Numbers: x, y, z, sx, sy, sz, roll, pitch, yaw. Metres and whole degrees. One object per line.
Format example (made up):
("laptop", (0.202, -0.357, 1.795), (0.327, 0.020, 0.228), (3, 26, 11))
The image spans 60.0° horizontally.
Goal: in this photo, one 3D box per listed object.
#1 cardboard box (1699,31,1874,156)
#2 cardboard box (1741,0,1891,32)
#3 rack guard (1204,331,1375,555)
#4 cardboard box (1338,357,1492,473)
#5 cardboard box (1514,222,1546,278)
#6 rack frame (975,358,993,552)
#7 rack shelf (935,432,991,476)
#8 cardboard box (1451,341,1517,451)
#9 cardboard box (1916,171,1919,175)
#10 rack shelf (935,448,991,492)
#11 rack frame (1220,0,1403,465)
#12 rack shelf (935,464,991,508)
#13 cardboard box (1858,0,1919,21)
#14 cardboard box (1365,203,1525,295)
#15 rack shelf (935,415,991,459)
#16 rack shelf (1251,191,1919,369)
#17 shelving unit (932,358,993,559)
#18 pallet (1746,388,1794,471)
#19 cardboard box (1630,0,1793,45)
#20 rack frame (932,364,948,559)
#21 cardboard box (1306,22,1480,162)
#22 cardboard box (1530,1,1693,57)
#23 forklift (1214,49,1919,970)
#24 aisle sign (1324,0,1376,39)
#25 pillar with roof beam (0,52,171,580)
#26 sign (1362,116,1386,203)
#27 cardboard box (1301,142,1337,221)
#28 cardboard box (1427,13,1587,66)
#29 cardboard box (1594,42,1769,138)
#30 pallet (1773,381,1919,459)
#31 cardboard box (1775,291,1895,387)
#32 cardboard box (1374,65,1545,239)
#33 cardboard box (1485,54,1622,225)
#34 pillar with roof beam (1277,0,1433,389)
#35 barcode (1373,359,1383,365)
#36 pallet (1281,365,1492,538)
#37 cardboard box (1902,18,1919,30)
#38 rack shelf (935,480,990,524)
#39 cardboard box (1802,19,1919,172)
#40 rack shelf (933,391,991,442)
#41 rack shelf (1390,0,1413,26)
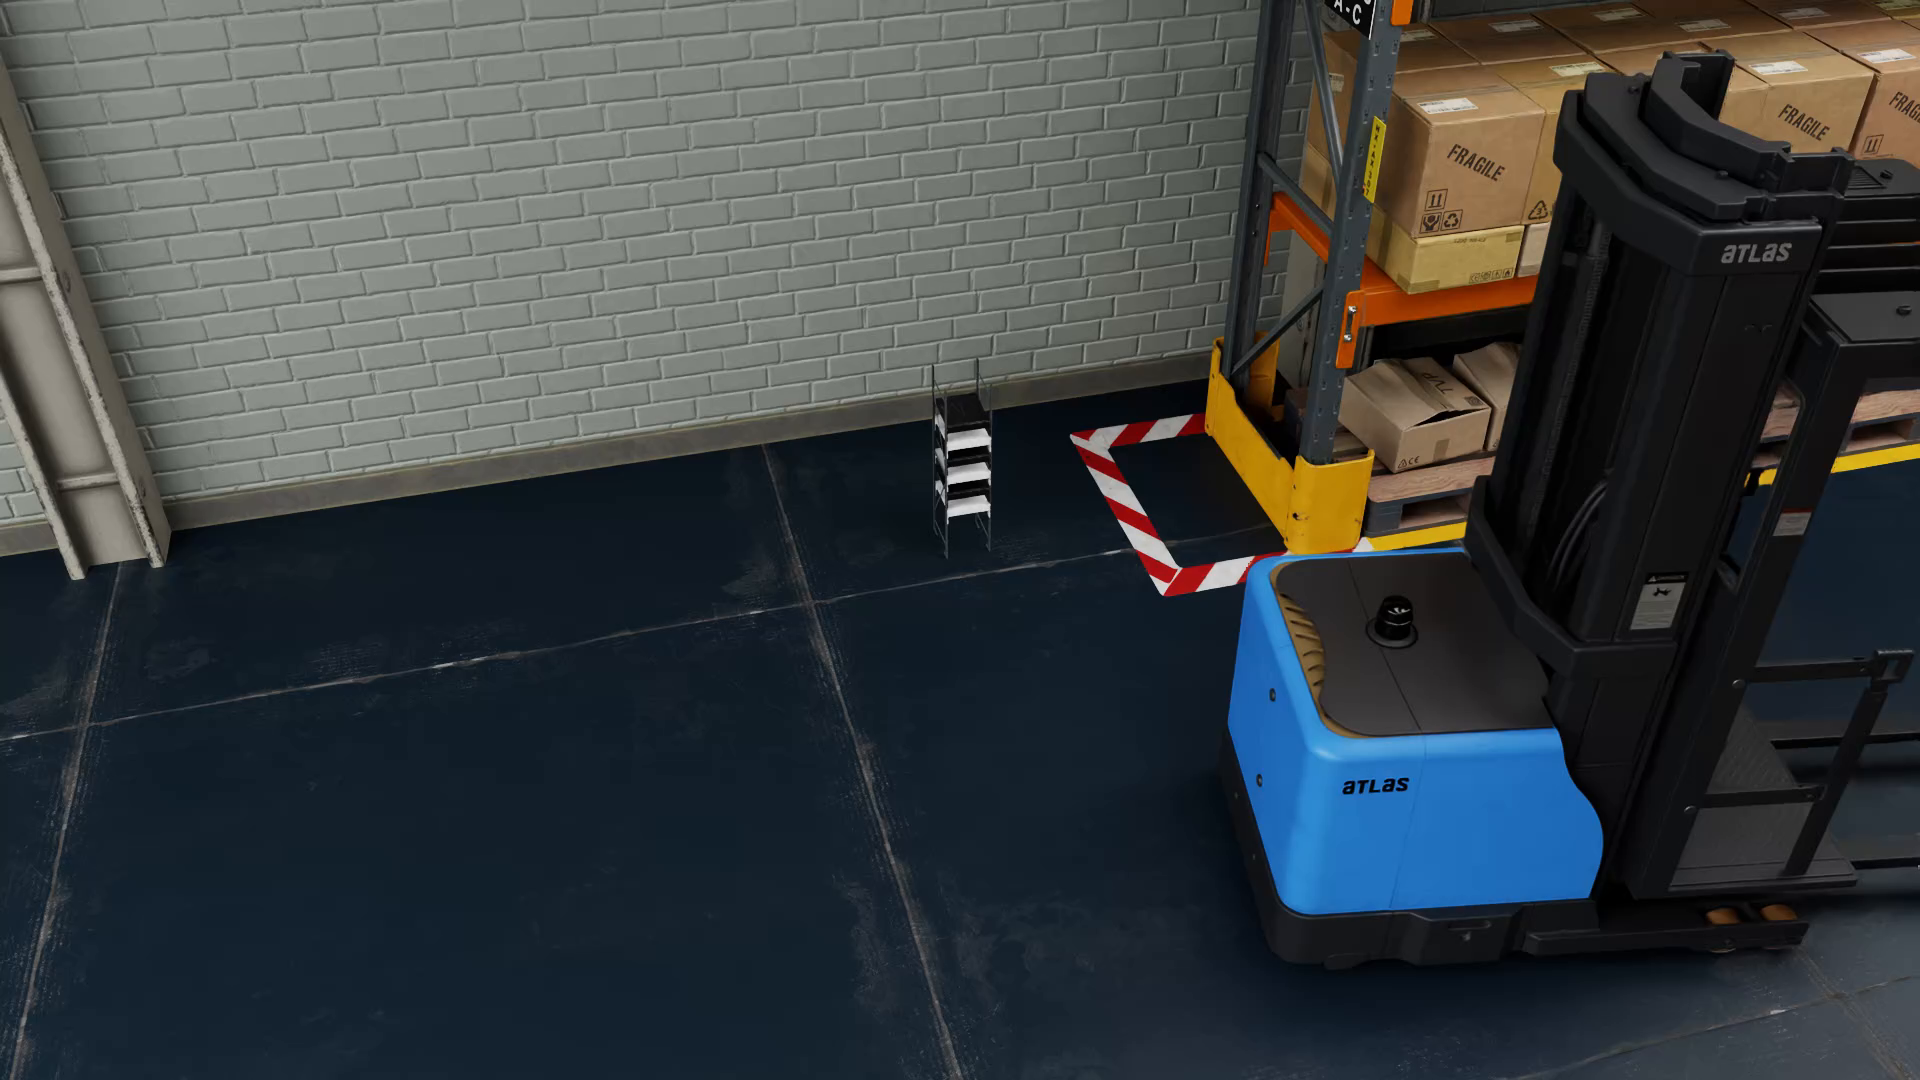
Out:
("cardboard box", (3.493, -1.849, 7.188), (0.500, 0.500, 0.500), (-8, 38, -11))
("cardboard box", (3.849, -2.237, 7.695), (0.500, 0.500, 0.500), (-8, 38, -11))
("rack guard", (1.552, -0.483, 7.970), (0.348, 0.500, 1.175), (-9, 38, -12))
("cardboard box", (2.170, -0.628, 7.953), (0.500, 0.311, 0.500), (-14, 39, -17))
("cardboard box", (2.530, -1.394, 7.211), (0.500, 0.250, 0.500), (-10, 39, -13))
("rack frame", (0.106, -0.375, 7.499), (0.006, 0.900, 0.240), (-9, 38, -12))
("rack shelf", (0.008, -0.404, 7.444), (0.200, 0.077, 0.258), (-9, 38, -12))
("cardboard box", (2.720, -0.718, 8.071), (0.500, 0.311, 0.500), (-6, 38, -8))
("cardboard box", (3.997, -1.631, 7.520), (0.500, 0.250, 0.500), (-10, 38, -12))
("rack shelf", (0.008, -0.332, 7.499), (0.200, 0.077, 0.258), (-9, 38, -12))
("rack frame", (1.479, -1.464, 7.195), (0.127, 3.000, 1.000), (-9, 38, -12))
("rack shelf", (0.008, -0.261, 7.553), (0.200, 0.077, 0.258), (-9, 38, -12))
("cardboard box", (4.332, -2.312, 7.794), (0.500, 0.500, 0.500), (-10, 38, -12))
("cardboard box", (2.032, -1.304, 7.092), (0.500, 0.250, 0.500), (-10, 39, -13))
("rack shelf", (0.008, -0.475, 7.389), (0.200, 0.077, 0.258), (-9, 38, -12))
("rack shelf", (3.409, -1.495, 7.828), (4.000, 0.370, 1.077), (-9, 38, -12))
("shelving unit", (0.008, -0.359, 7.478), (0.210, 0.900, 0.258), (-9, 38, -12))
("pallet", (3.521, -0.668, 8.449), (1.213, 0.211, 1.003), (-9, 38, -12))
("cardboard box", (3.351, -2.148, 7.579), (0.500, 0.500, 0.500), (-9, 38, -11))
("rack frame", (-0.090, -0.343, 7.457), (0.006, 0.900, 0.240), (-9, 38, -12))
("cardboard box", (1.878, -1.910, 7.267), (0.500, 0.500, 0.500), (-10, 38, -12))
("cardboard box", (2.865, -2.068, 7.474), (0.500, 0.500, 0.500), (-10, 39, -13))
("forklift", (2.531, -0.031, 5.378), (3.031, 2.935, 1.130), (-3, 38, -4))
("aisle sign", (1.487, -2.309, 6.160), (0.004, 0.787, 0.394), (-9, 38, -12))
("pillar with roof beam", (-2.741, -0.990, 1.637), (0.400, 9.000, 9.100), (-9, 38, -12))
("sign", (1.620, -1.490, 6.516), (0.005, 0.325, 0.100), (-9, 38, -12))
("cardboard box", (1.879, -1.600, 7.480), (0.500, 0.250, 0.500), (-9, 38, -11))
("cardboard box", (2.367, -1.984, 7.364), (0.500, 0.500, 0.500), (-9, 38, -11))
("cardboard box", (2.998, -1.760, 7.072), (0.500, 0.500, 0.500), (-11, 39, -13))
("pallet", (4.701, -0.863, 8.705), (1.213, 0.211, 1.003), (-9, 38, -12))
("cardboard box", (4.349, -1.092, 8.404), (0.500, 0.500, 0.500), (-12, 39, -15))
("cardboard box", (2.018, -1.610, 6.875), (0.500, 0.500, 0.500), (-9, 38, -12))
("cardboard box", (2.498, -1.682, 6.970), (0.500, 0.500, 0.500), (-9, 38, -12))
("pillar with roof beam", (3.051, -1.940, 2.880), (0.400, 9.000, 9.100), (-9, 38, -12))
("barcode", (2.083, -0.869, 8.260), (0.075, 0.075, 0.001), (-9, 38, -12))
("pallet", (2.345, -0.477, 8.199), (1.213, 0.211, 1.003), (-9, 38, -12))
("cardboard box", (4.484, -2.005, 7.392), (0.500, 0.500, 0.500), (-10, 38, -12))
("rack shelf", (0.008, -0.189, 7.608), (0.200, 0.077, 0.258), (-9, 38, -12))
("cardboard box", (3.995, -1.932, 7.296), (0.500, 0.500, 0.500), (-10, 39, -13))
("rack shelf", (0.008, -0.547, 7.334), (0.200, 0.077, 0.258), (-9, 38, -12))
("rack shelf", (3.409, -2.687, 6.917), (4.000, 0.370, 1.077), (-9, 38, -12))
